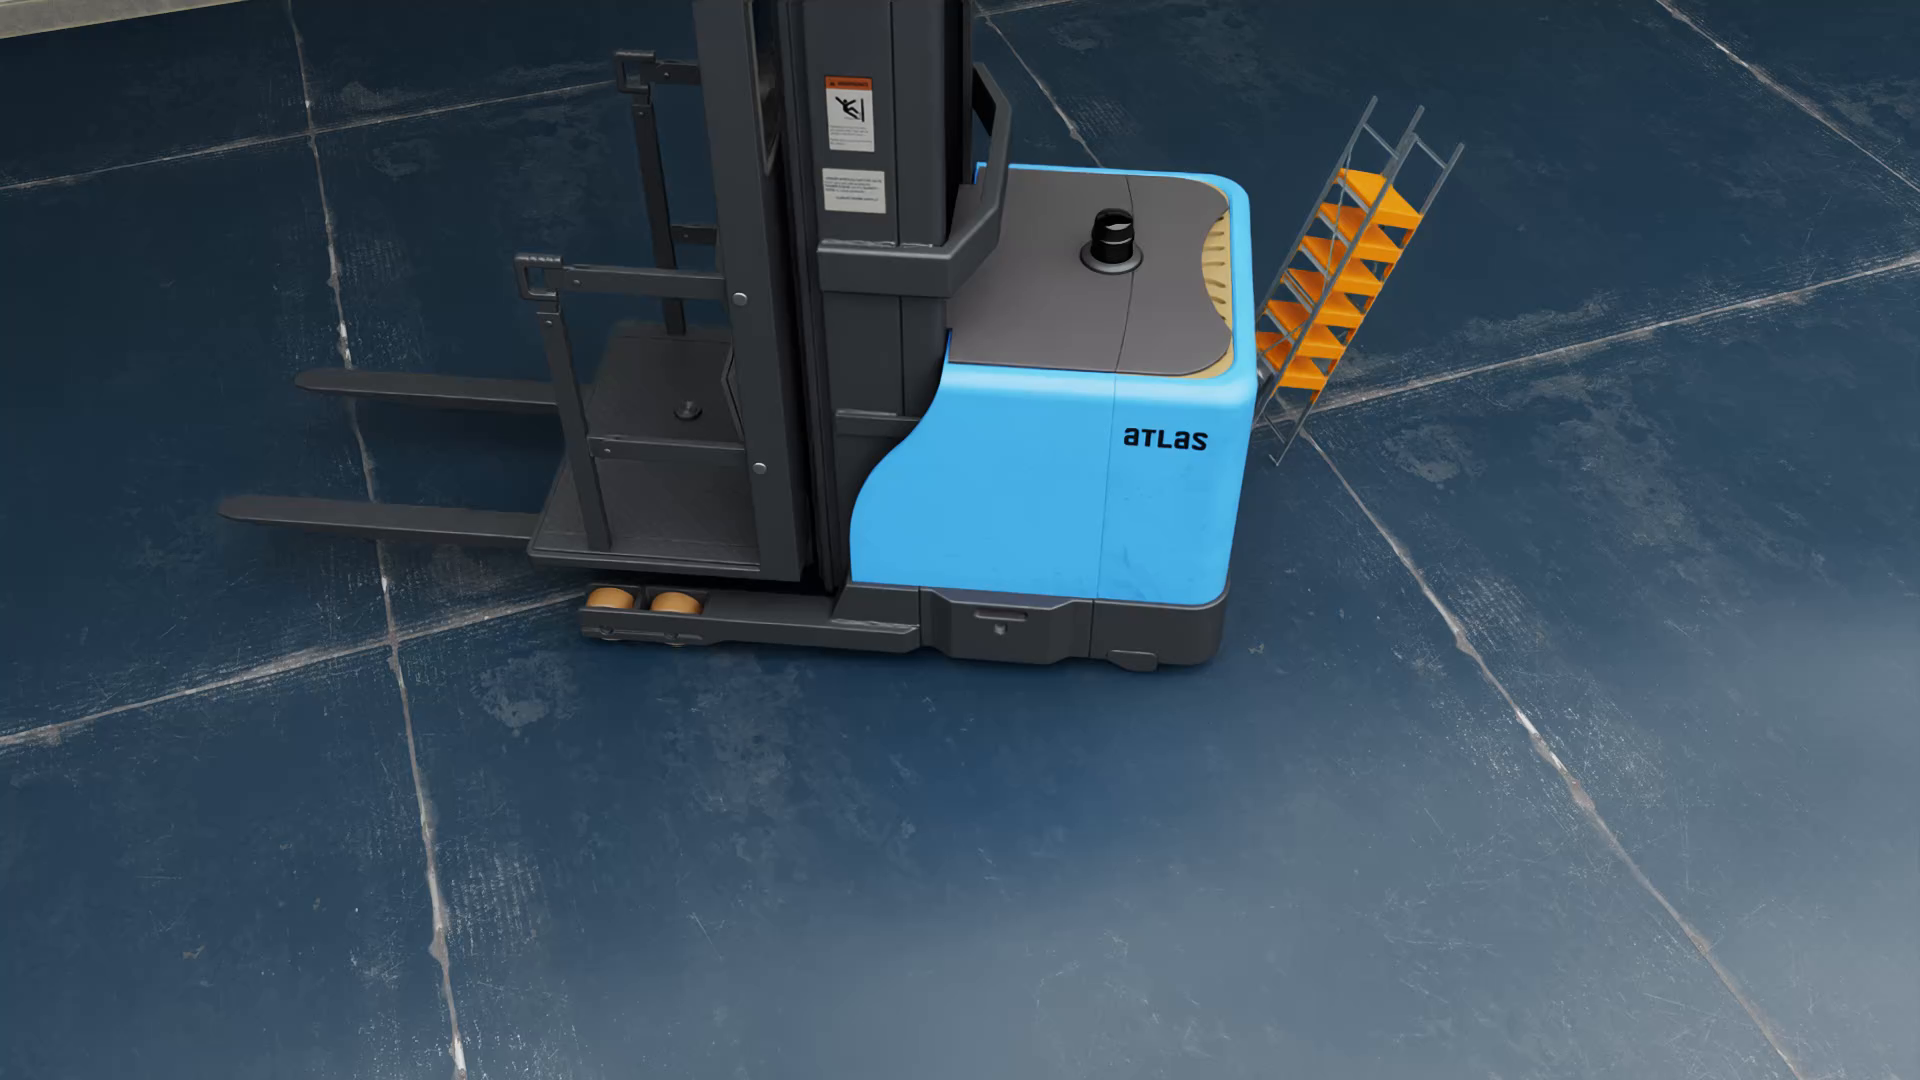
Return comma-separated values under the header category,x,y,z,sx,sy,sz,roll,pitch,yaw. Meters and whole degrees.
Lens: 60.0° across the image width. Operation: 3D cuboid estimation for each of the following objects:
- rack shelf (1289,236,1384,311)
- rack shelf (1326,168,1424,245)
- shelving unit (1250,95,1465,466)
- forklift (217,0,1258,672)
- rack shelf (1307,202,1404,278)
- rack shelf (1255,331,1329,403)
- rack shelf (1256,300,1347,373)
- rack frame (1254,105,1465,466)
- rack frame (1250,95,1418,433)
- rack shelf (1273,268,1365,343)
category,x,y,z,sx,sy,sz,roll,pitch,yaw
rack shelf,1.156,-0.830,5.138,0.180,0.103,0.258,2,41,-29
rack shelf,1.238,-1.009,5.000,0.180,0.103,0.258,2,41,-29
shelving unit,1.130,-0.773,5.181,0.189,1.200,0.258,2,41,-29
forklift,-0.706,-1.090,4.267,3.031,2.935,1.130,4,45,4
rack shelf,1.197,-0.919,5.069,0.180,0.103,0.258,2,41,-29
rack shelf,1.033,-0.561,5.344,0.180,0.103,0.258,2,41,-29
rack shelf,1.074,-0.651,5.275,0.180,0.103,0.258,2,41,-29
rack frame,1.210,-0.770,5.225,0.006,1.200,0.240,2,41,-29
rack frame,1.050,-0.776,5.137,0.006,1.200,0.240,2,41,-29
rack shelf,1.115,-0.740,5.206,0.180,0.103,0.258,2,41,-29
